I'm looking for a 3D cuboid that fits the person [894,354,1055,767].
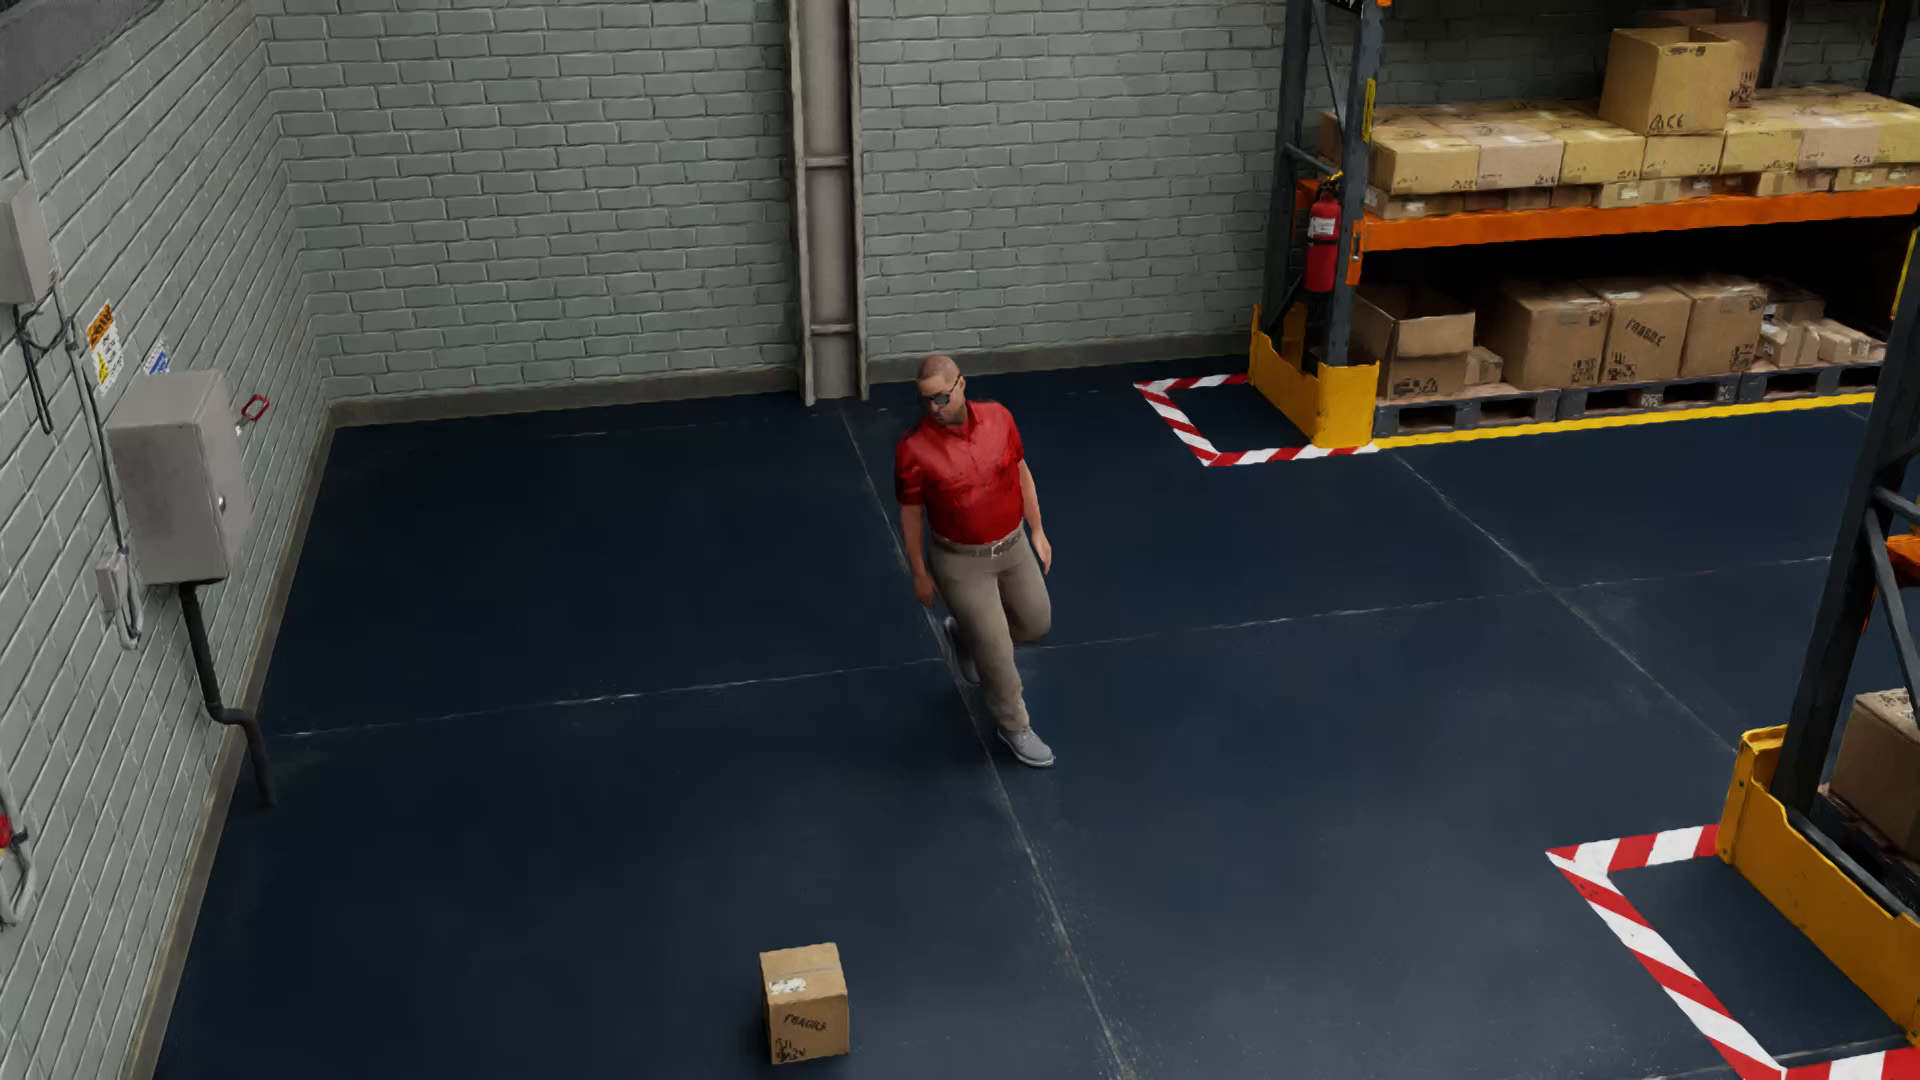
[{"bbox_3d":[0.062,0.061,6.561,0.599,1.675,0.748,-17,31,-30],"label":"person"}]
